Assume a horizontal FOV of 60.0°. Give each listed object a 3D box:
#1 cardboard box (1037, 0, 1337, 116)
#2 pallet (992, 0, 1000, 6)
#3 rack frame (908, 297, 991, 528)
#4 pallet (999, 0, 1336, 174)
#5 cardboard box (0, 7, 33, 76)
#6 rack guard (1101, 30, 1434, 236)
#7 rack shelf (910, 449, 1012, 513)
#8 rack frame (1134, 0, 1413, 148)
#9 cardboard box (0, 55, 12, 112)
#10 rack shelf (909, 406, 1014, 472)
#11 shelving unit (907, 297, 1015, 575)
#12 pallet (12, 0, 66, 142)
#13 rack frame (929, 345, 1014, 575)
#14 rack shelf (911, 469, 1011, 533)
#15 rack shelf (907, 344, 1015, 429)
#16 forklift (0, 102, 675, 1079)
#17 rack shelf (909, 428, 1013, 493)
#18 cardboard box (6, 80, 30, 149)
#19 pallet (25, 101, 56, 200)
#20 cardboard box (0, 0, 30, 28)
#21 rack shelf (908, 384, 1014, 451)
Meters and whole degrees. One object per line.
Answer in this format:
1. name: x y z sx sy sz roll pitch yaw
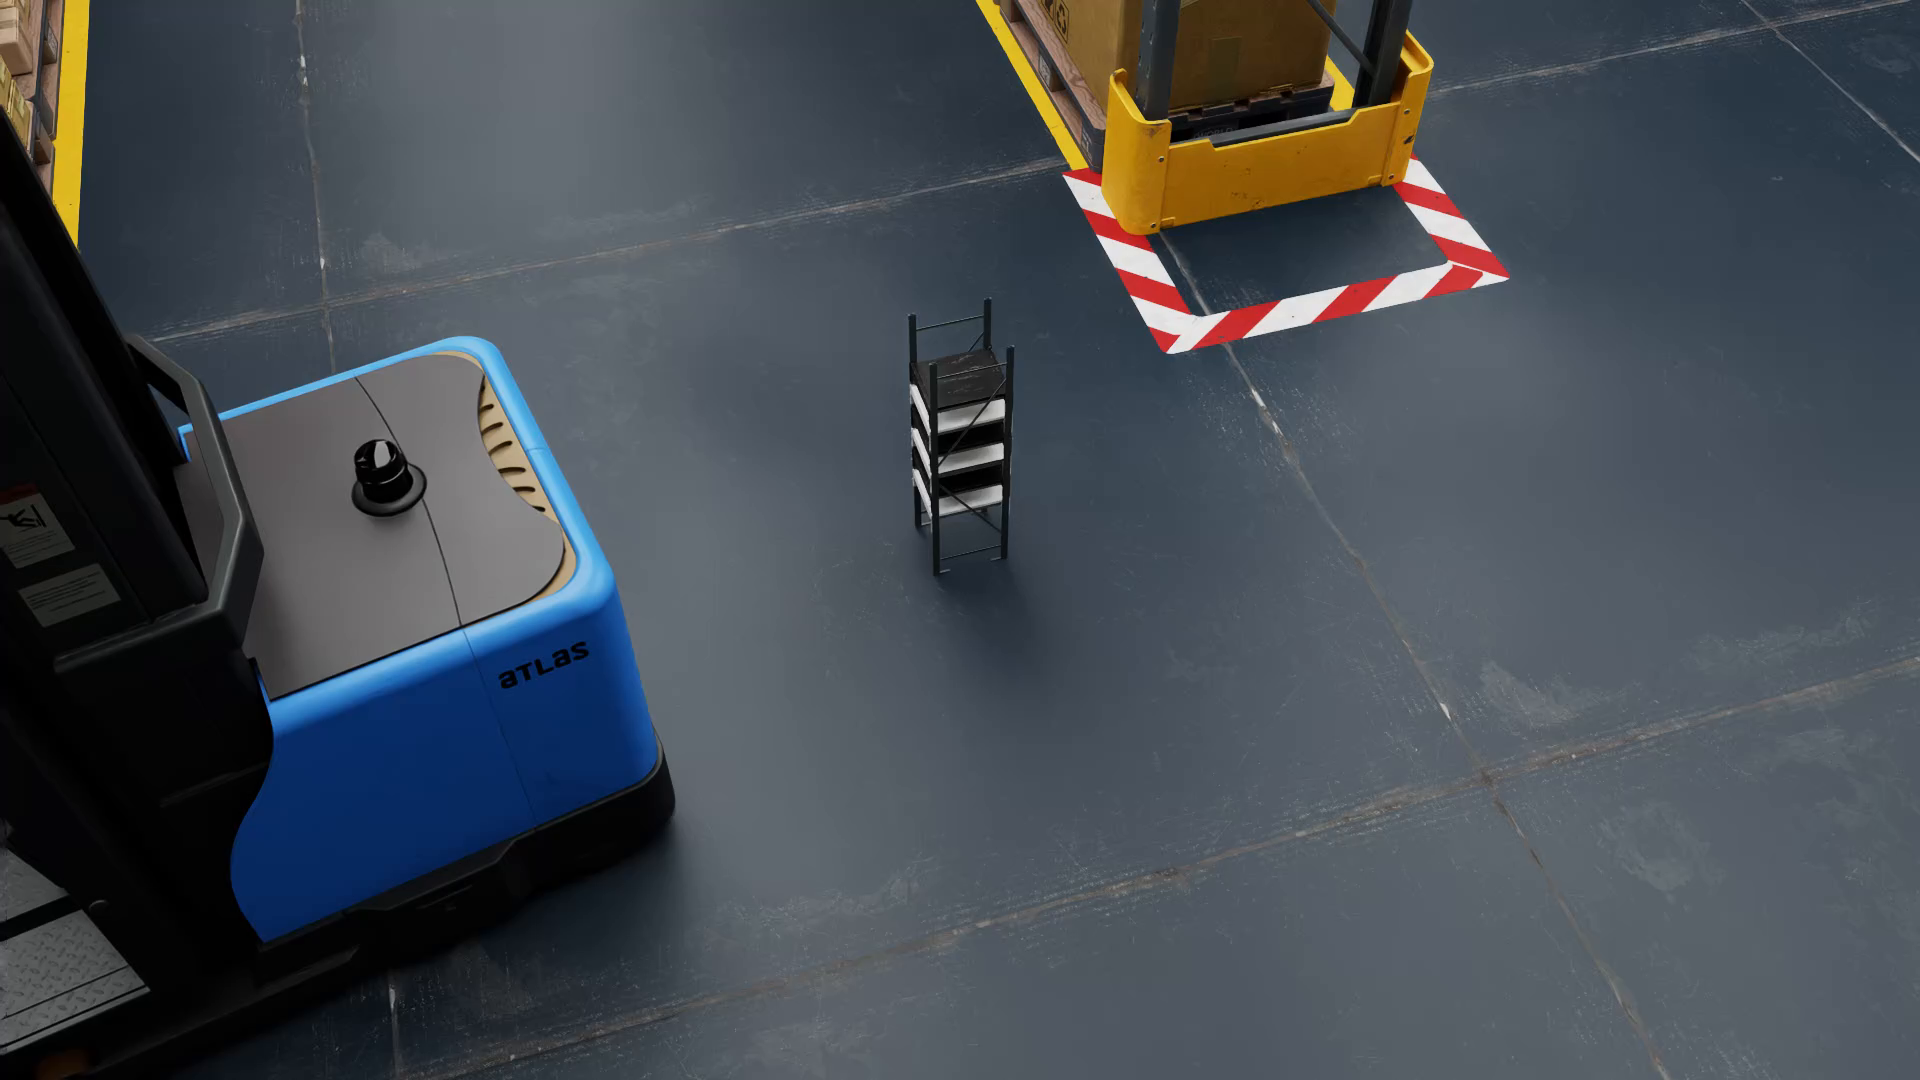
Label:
1. cardboard box: 0.861 -2.265 6.312 0.875 0.875 0.875 -13 51 -11
2. pallet: 0.458 -2.922 7.575 1.003 0.211 1.213 -13 51 -11
3. rack frame: -0.028 -0.358 4.964 0.240 0.900 0.006 -13 51 -11
4. pallet: 0.816 -2.032 6.825 1.003 0.211 1.213 -13 51 -11
5. cardboard box: -3.854 -1.919 6.496 0.380 0.149 0.250 -16 52 -13
6. rack guard: 1.134 -1.542 6.223 1.175 0.500 0.348 -13 51 -11
7. rack shelf: 0.002 -0.205 4.995 0.258 0.077 0.200 -13 51 -11
8. rack frame: 1.127 -2.365 5.282 1.000 3.000 0.127 -13 51 -11
9. cardboard box: -3.707 -1.654 6.078 0.380 0.149 0.250 -12 51 -10
10. rack shelf: 0.002 -0.321 4.858 0.258 0.077 0.200 -13 51 -11
11. shelving unit: 0.002 -0.284 4.901 0.258 0.900 0.210 -13 51 -11
12. pallet: -4.227 -1.965 6.768 1.003 0.211 1.213 -13 51 -11
13. rack frame: 0.032 -0.210 4.838 0.240 0.900 0.006 -13 51 -11
14. rack shelf: 0.002 -0.147 5.064 0.258 0.077 0.200 -13 51 -11
15. rack shelf: 0.002 -0.437 4.720 0.258 0.077 0.200 -13 51 -11
16. forklift: -2.324 0.050 3.291 3.031 2.935 1.130 -22 53 -18
17. rack shelf: 0.002 -0.263 4.926 0.258 0.077 0.200 -13 51 -11
18. cardboard box: -3.697 -1.553 6.187 0.380 0.149 0.250 -13 51 -11
19. pallet: -3.870 -1.075 6.019 1.003 0.211 1.213 -13 51 -11
20. cardboard box: -3.961 -2.116 6.662 0.380 0.149 0.250 -13 51 -11
21. rack shelf: 0.002 -0.379 4.789 0.258 0.077 0.200 -13 51 -11
